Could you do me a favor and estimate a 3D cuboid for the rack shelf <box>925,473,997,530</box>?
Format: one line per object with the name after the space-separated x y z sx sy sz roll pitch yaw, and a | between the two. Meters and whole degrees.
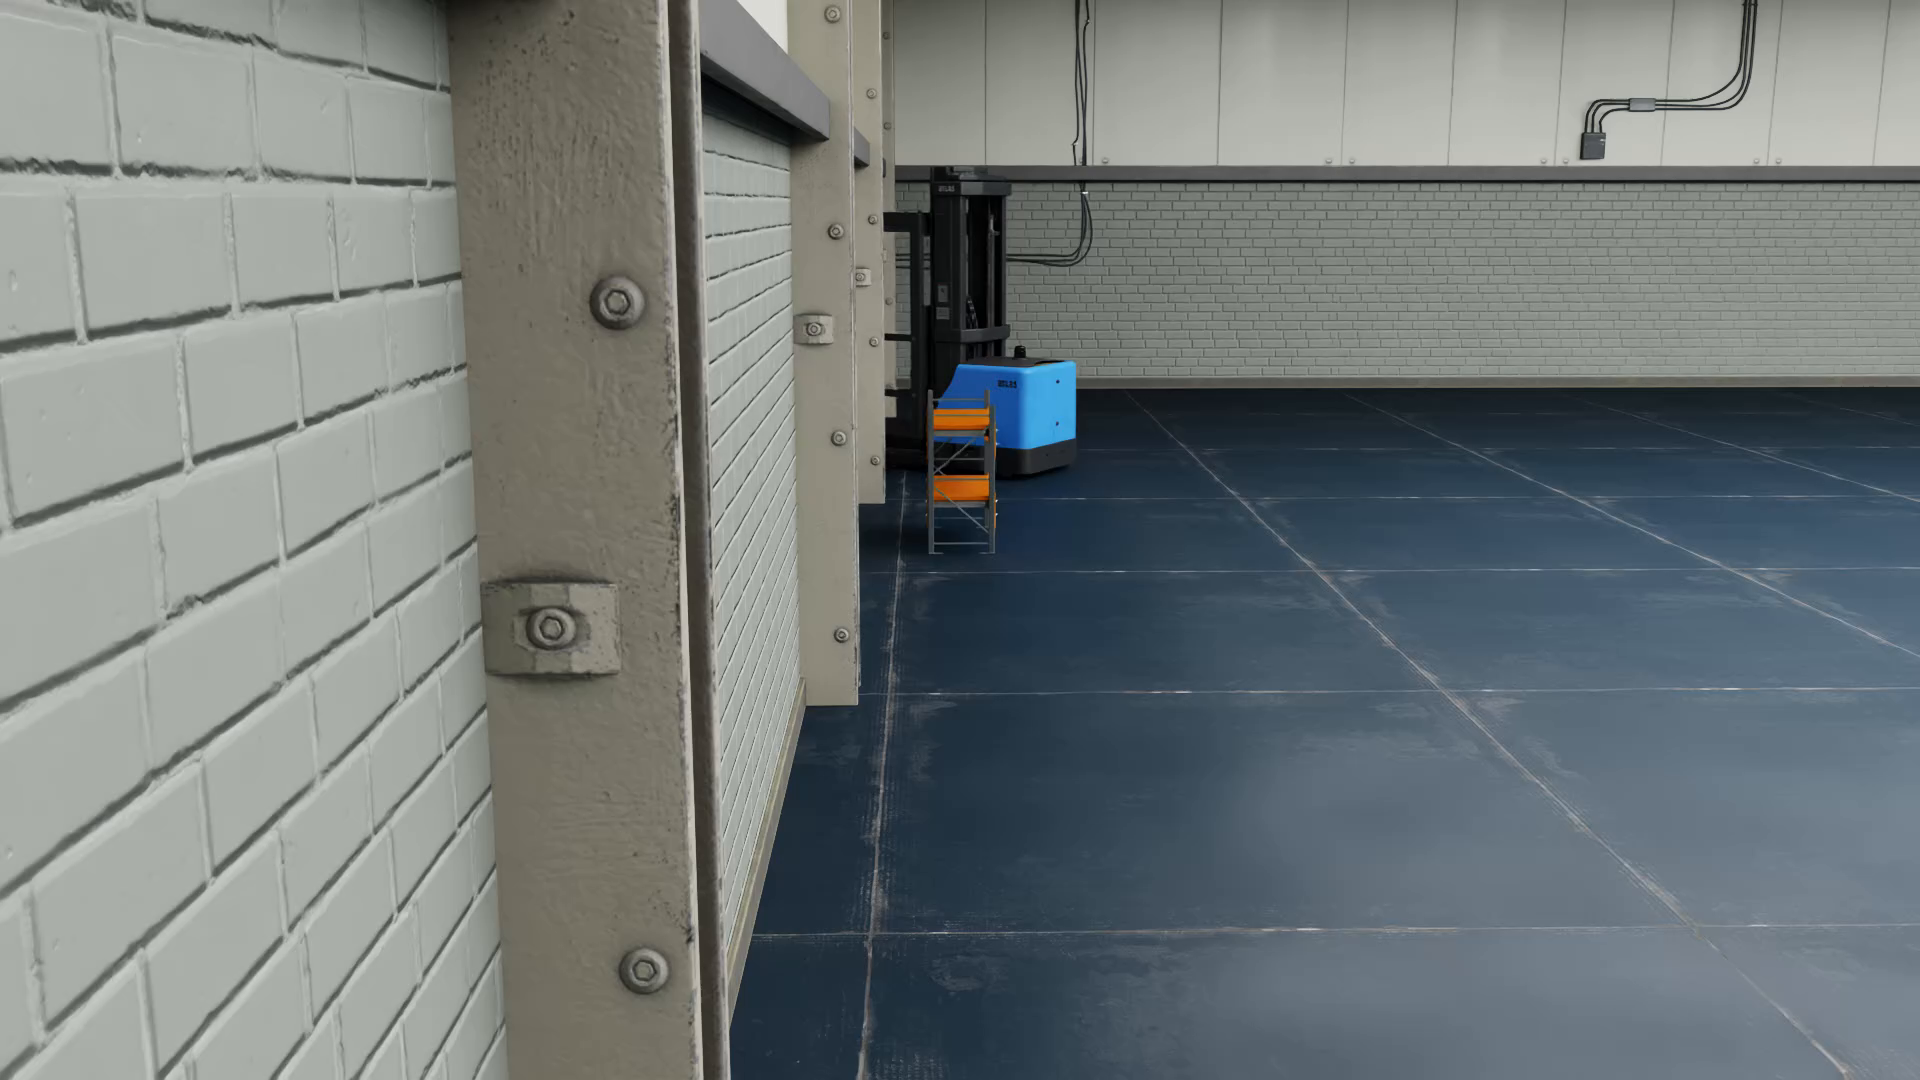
0.000 -0.310 12.989 0.538 0.278 1.000 0 11 -1 | rack shelf

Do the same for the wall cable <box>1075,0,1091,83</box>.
3.019 -7.519 22.597 3.097 2.526 0.112 0 11 -1 | wall cable

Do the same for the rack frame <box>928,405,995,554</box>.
0.011 -0.449 12.443 0.500 1.125 0.032 0 11 -1 | rack frame

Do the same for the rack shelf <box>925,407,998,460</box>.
0.000 -0.837 12.882 0.538 0.278 1.000 0 11 -1 | rack shelf

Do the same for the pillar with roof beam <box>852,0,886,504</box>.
3.482 -4.789 14.030 9.100 9.000 0.400 0 11 -1 | pillar with roof beam

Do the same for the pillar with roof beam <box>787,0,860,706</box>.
3.606 -3.596 8.151 9.100 9.000 0.400 0 11 -1 | pillar with roof beam

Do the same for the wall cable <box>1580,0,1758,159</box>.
9.806 -8.257 22.574 2.305 6.003 0.169 0 11 -1 | wall cable

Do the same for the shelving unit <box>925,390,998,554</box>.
0.000 -0.550 12.941 0.538 1.125 1.048 0 11 -1 | shelving unit

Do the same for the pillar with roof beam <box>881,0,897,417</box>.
3.358 -5.981 19.909 9.100 9.000 0.400 0 11 -1 | pillar with roof beam

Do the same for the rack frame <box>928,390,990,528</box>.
-0.010 -0.651 13.439 0.500 1.125 0.032 0 11 -1 | rack frame

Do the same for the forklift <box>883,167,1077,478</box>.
-0.357 -2.229 16.676 3.031 2.935 1.130 7 14 32 | forklift

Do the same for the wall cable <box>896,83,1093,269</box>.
0.315 -5.033 23.044 3.097 2.526 0.112 0 11 -1 | wall cable
